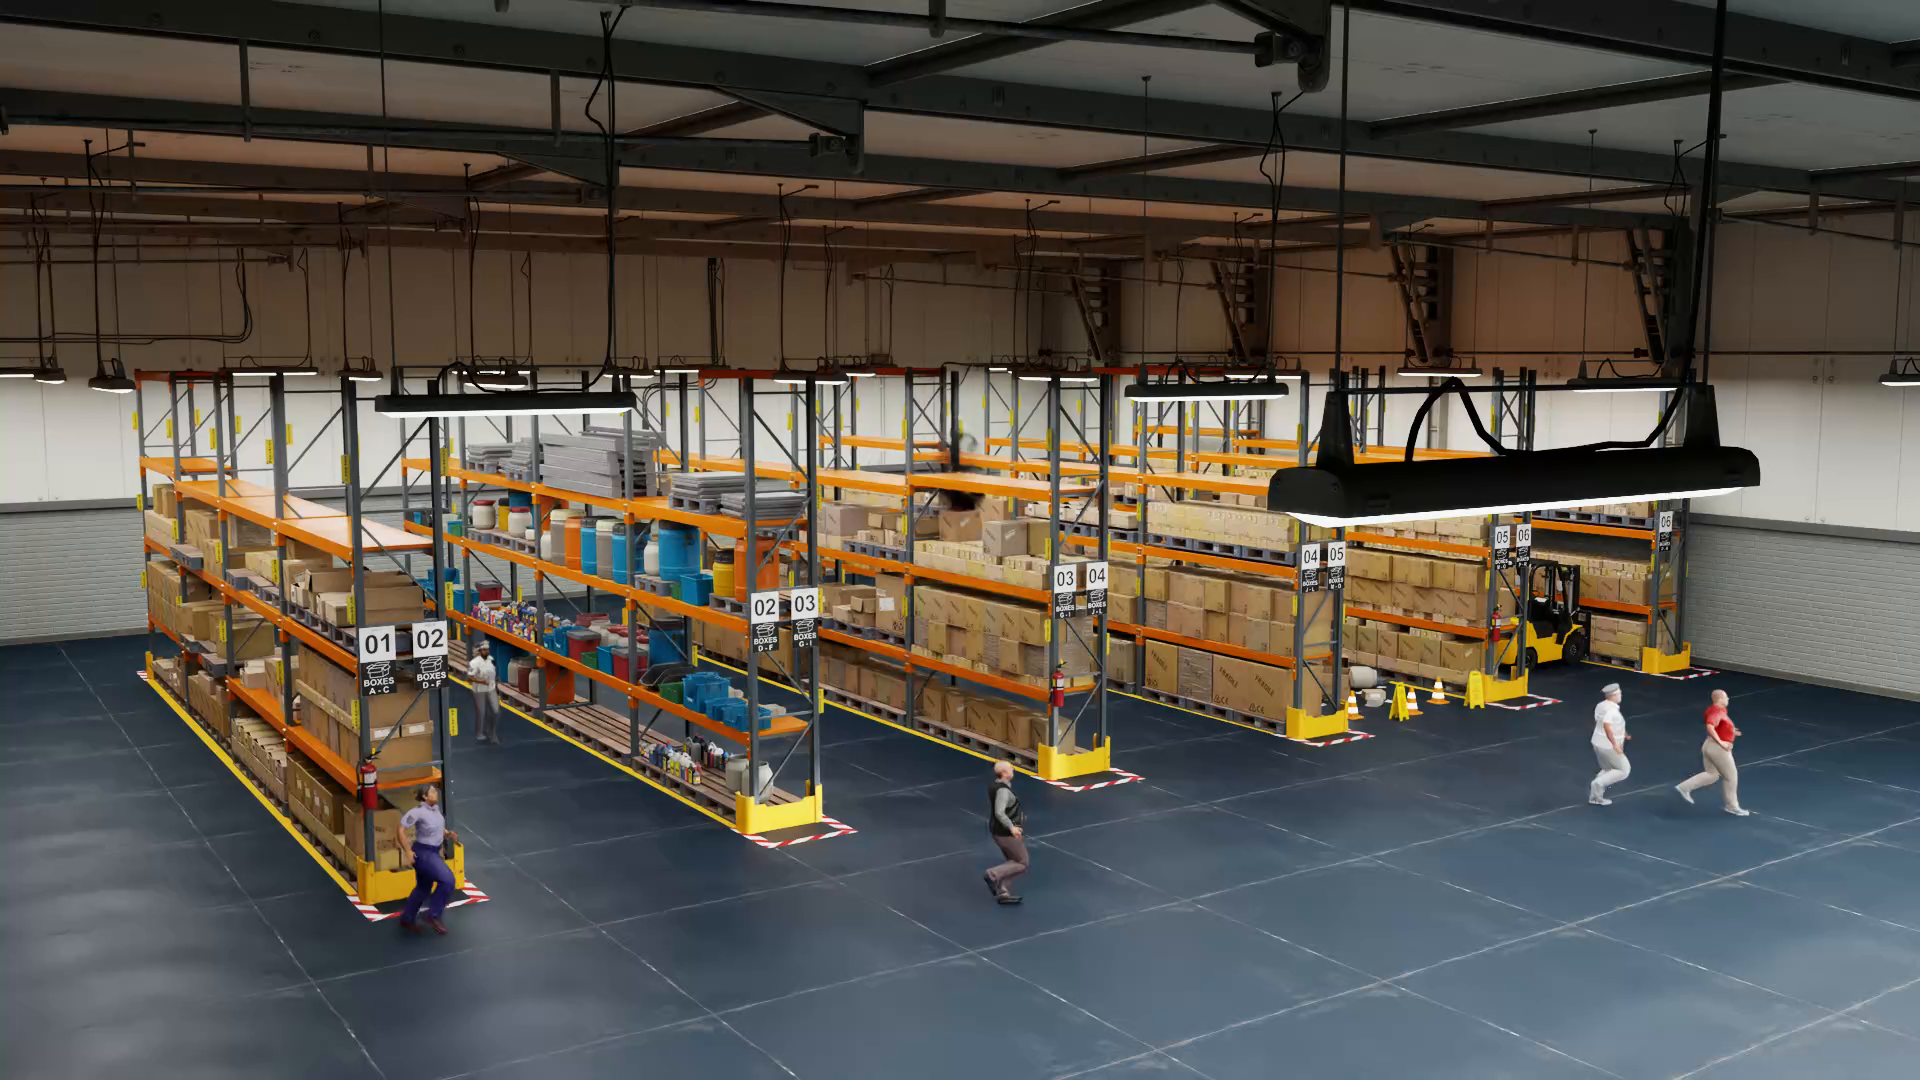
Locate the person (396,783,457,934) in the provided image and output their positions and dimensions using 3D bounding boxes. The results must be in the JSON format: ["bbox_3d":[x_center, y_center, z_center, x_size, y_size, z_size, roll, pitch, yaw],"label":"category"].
[{"bbox_3d":[-5.830,3.463,18.232,0.643,1.622,0.591,0,6,-2],"label":"person"}]

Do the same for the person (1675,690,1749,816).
[{"bbox_3d":[10.378,2.919,22.831,0.927,1.723,0.664,1,6,5],"label":"person"}]

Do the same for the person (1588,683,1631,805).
[{"bbox_3d":[9.109,2.857,23.246,0.632,1.720,0.651,0,6,-2],"label":"person"}]

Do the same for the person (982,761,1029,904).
[{"bbox_3d":[0.516,3.355,19.083,0.583,1.676,0.658,-1,7,-12],"label":"person"}]

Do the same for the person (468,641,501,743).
[{"bbox_3d":[-7.702,2.475,26.939,0.536,1.721,0.697,-5,8,-39],"label":"person"}]
